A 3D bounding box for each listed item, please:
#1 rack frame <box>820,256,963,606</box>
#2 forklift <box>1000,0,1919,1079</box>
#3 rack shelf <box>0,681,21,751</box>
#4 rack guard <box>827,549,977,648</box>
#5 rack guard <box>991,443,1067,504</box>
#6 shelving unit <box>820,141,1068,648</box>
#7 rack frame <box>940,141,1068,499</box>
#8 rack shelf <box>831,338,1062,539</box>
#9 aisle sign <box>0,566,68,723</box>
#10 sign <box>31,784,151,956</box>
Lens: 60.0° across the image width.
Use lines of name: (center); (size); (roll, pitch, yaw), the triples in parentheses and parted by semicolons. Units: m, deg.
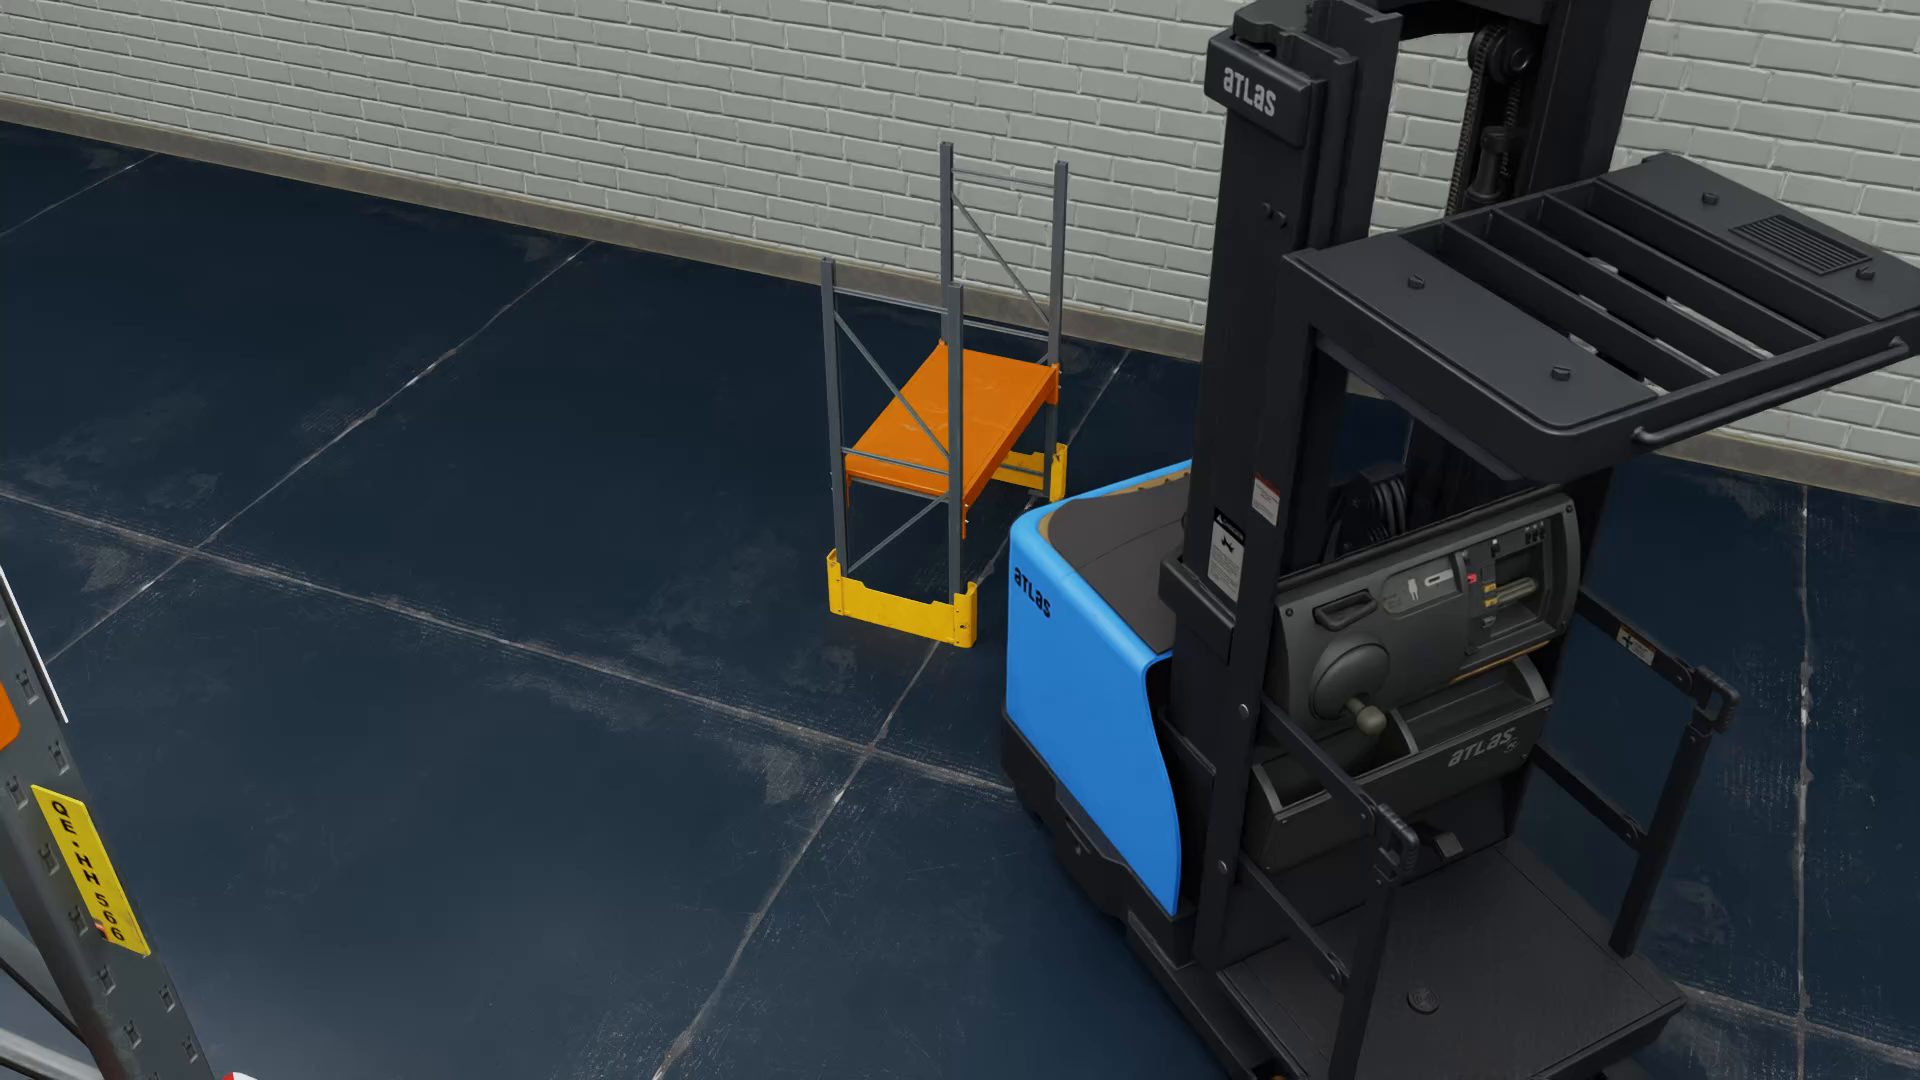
rack frame: (-0.226, -0.272, 5.861); (0.500, 1.500, 0.032); (14, 39, 18)
forklift: (1.273, 0.254, 3.962); (1.130, 2.935, 3.031); (-18, 40, -22)
rack shelf: (-2.527, 1.108, 0.858); (1.077, 0.370, 4.000); (14, 39, 18)
rack guard: (-0.219, 0.218, 6.250); (0.587, 0.250, 0.087); (14, 39, 18)
rack guard: (0.160, -0.334, 6.988); (0.587, 0.250, 0.087); (14, 39, 18)
shelving unit: (-0.029, -0.559, 6.245); (0.587, 1.500, 1.083); (14, 39, 18)
rack frame: (0.161, -0.835, 6.614); (0.500, 1.500, 0.032); (14, 39, 18)
rack shelf: (-0.032, -0.409, 6.345); (0.538, 0.185, 1.000); (14, 39, 18)
aisle sign: (-1.461, -0.099, 2.206); (0.394, 0.787, 0.004); (14, 39, 18)
sign: (-1.269, 0.486, 2.429); (0.100, 0.325, 0.005); (14, 39, 18)
